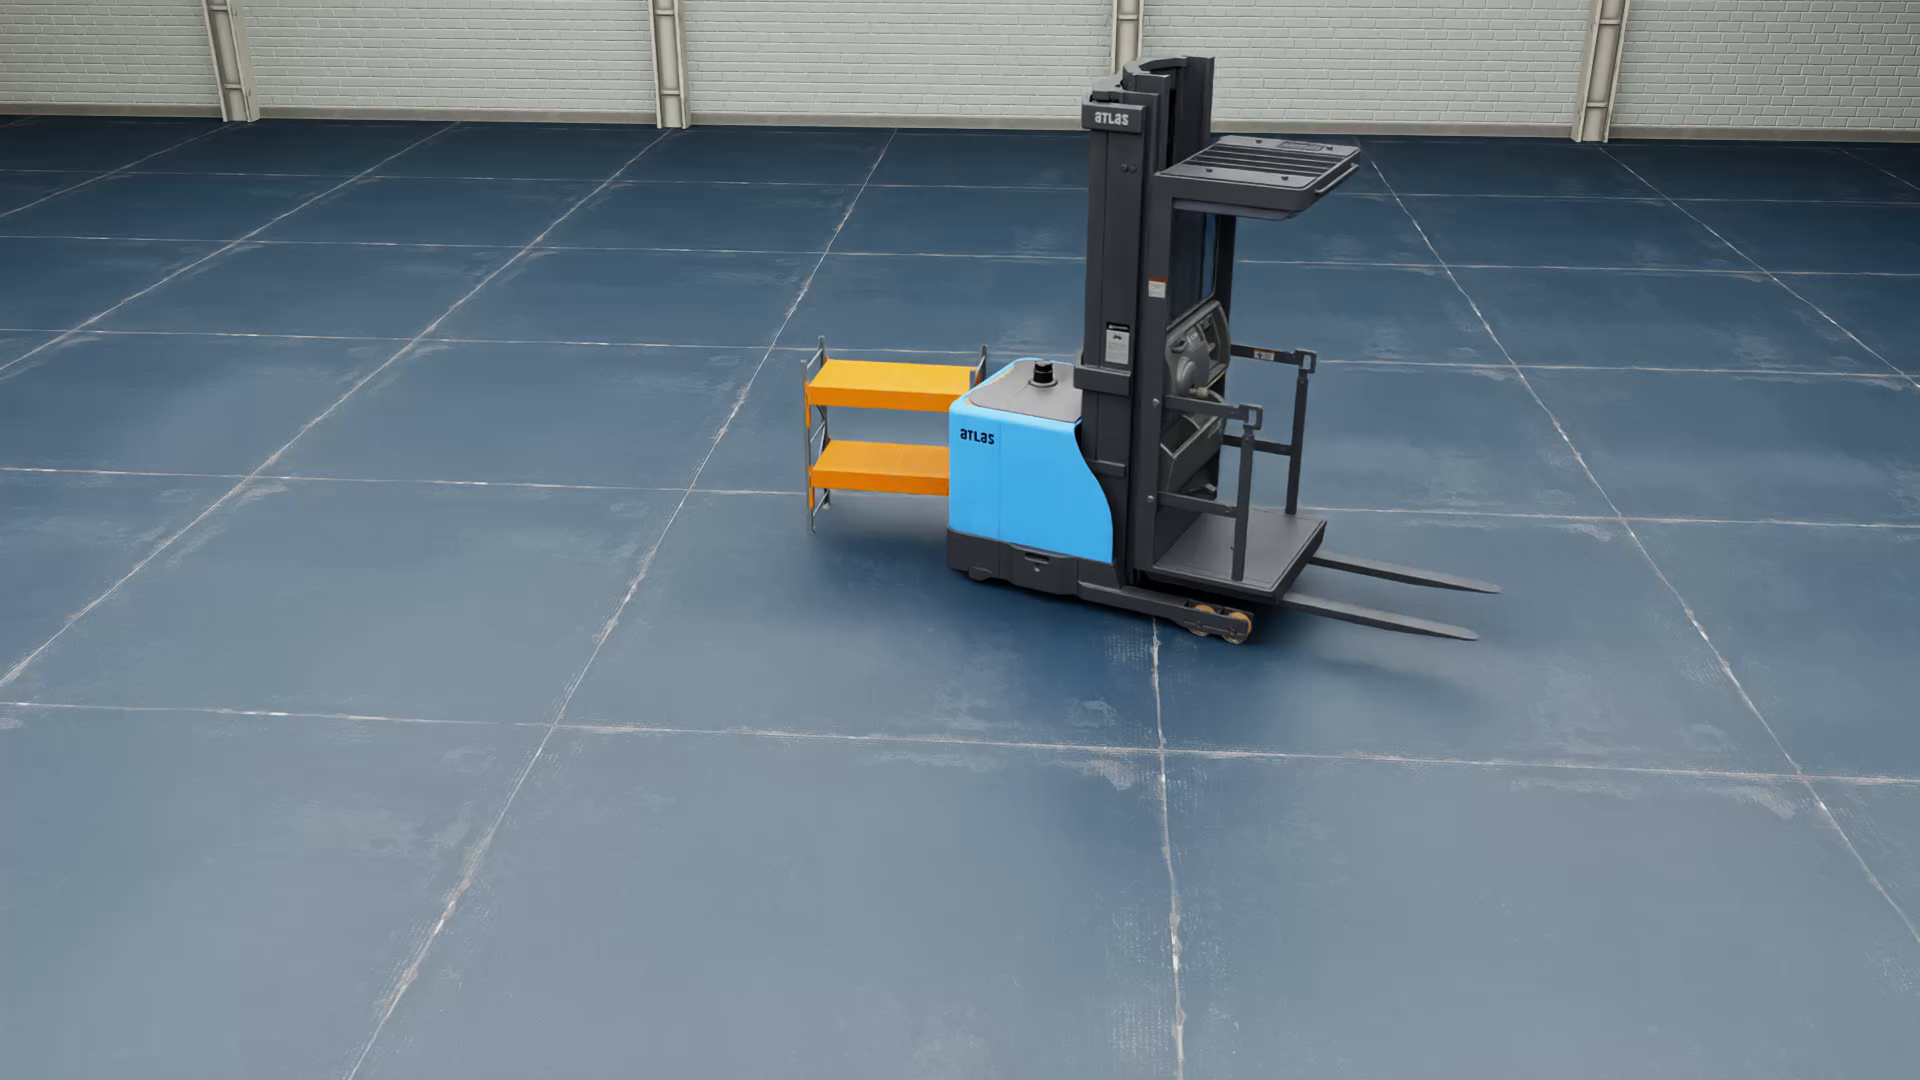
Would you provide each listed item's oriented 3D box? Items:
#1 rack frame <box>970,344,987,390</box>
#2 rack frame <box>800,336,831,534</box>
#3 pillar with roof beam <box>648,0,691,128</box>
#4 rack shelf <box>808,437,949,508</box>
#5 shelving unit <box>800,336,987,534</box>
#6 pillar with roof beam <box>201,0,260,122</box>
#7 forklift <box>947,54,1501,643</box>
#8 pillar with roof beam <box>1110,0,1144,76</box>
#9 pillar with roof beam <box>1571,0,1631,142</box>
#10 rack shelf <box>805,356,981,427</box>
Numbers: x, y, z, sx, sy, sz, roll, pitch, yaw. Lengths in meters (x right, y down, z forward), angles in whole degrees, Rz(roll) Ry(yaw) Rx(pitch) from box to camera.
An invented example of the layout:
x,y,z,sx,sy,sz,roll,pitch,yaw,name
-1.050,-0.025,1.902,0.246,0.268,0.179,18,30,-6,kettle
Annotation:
x,y,z,sx,sy,sz,roll,pitch,yaw,name
0.111,-0.582,10.168,0.032,1.125,0.500,4,25,8,rack frame
-0.893,-0.650,10.317,0.032,1.125,0.500,4,25,8,rack frame
-4.164,-7.853,16.551,0.400,9.000,9.100,2,25,4,pillar with roof beam
-0.391,-0.394,10.345,1.000,0.278,0.538,4,25,8,rack shelf
-0.391,-0.616,10.243,1.048,1.125,0.538,4,25,8,shelving unit
-10.146,-8.045,16.969,0.400,9.000,9.100,2,25,4,pillar with roof beam
1.474,-1.024,8.969,3.031,2.935,1.130,12,27,24,forklift
1.819,-7.661,16.134,0.400,9.000,9.100,2,25,4,pillar with roof beam
7.801,-7.469,15.717,0.400,9.000,9.100,2,25,4,pillar with roof beam
-0.391,-0.882,10.121,1.000,0.278,0.538,4,25,8,rack shelf
